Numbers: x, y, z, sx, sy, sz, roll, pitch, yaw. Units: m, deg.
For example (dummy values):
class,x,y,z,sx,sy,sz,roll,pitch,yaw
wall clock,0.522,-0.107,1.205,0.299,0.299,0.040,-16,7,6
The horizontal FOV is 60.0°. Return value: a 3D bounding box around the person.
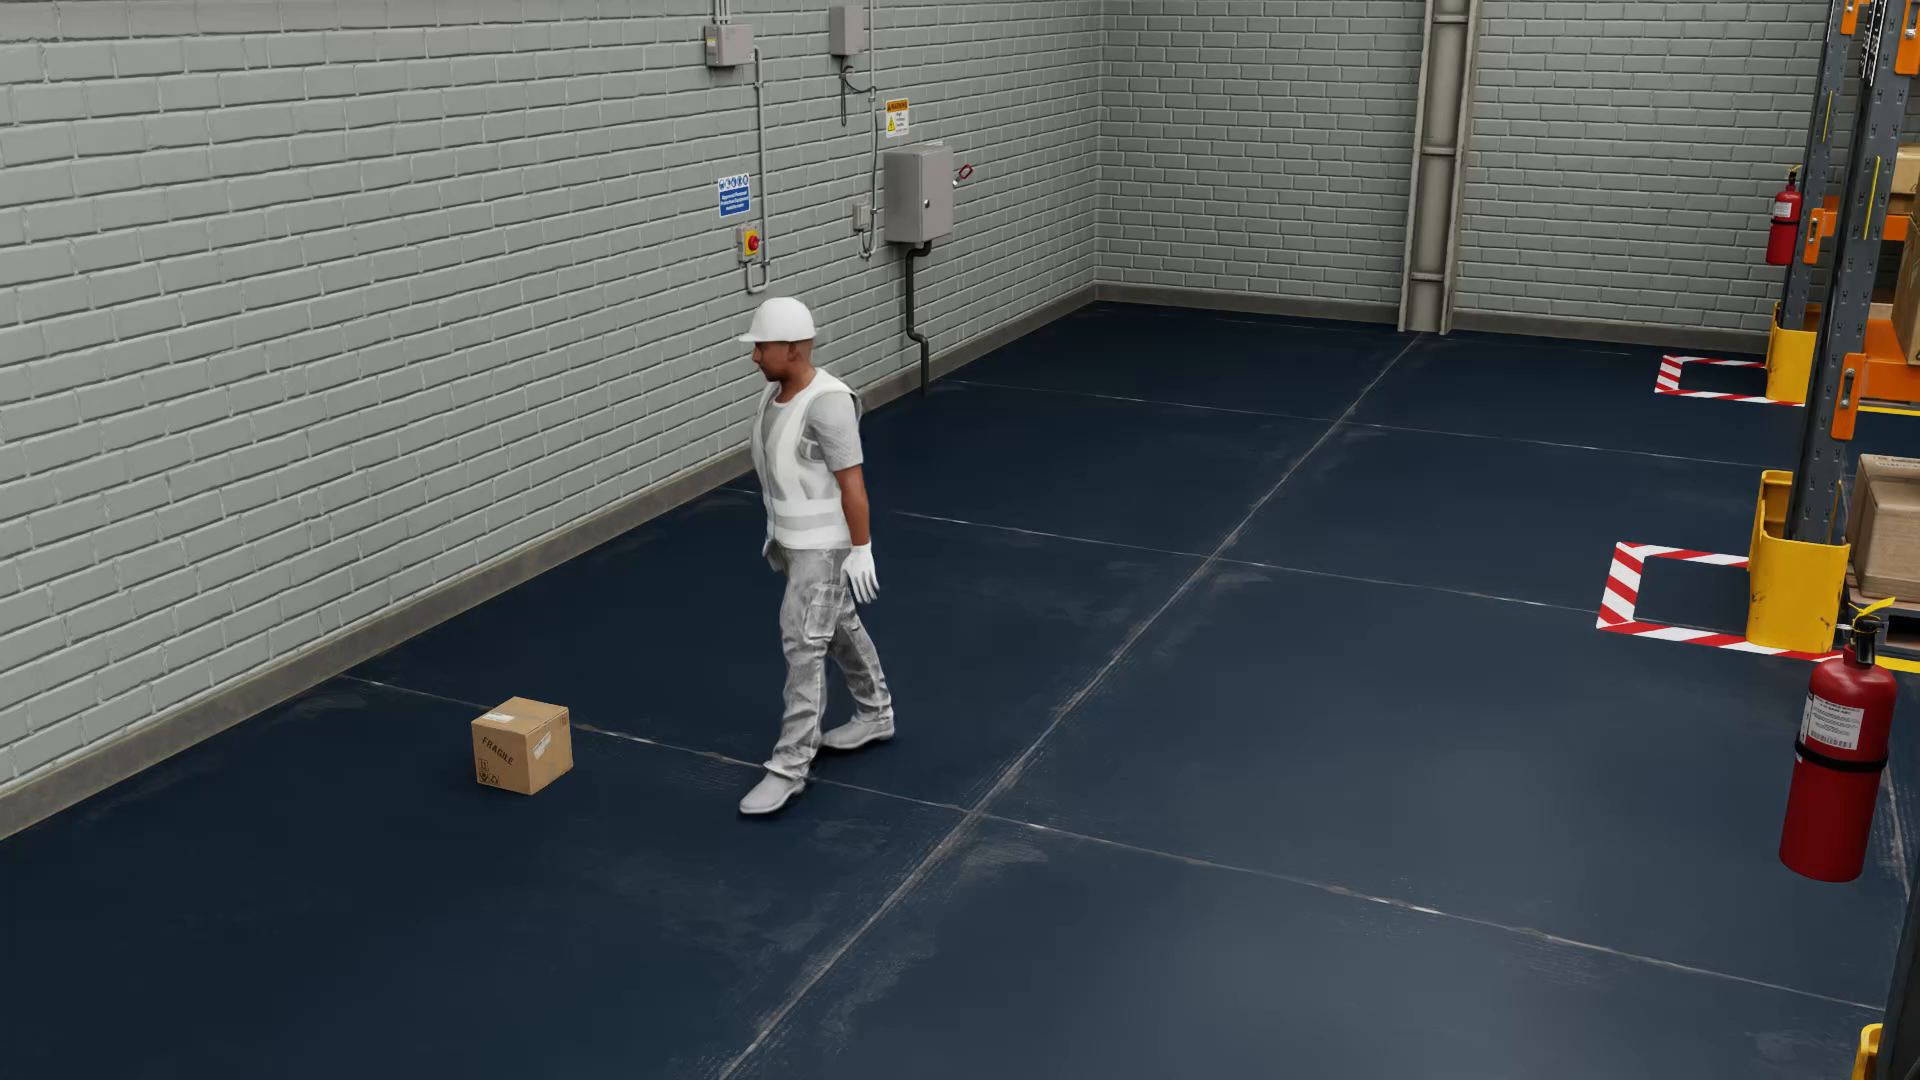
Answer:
class,x,y,z,sx,sy,sz,roll,pitch,yaw
person,-0.564,0.006,5.979,0.767,1.753,0.643,-10,21,-26
